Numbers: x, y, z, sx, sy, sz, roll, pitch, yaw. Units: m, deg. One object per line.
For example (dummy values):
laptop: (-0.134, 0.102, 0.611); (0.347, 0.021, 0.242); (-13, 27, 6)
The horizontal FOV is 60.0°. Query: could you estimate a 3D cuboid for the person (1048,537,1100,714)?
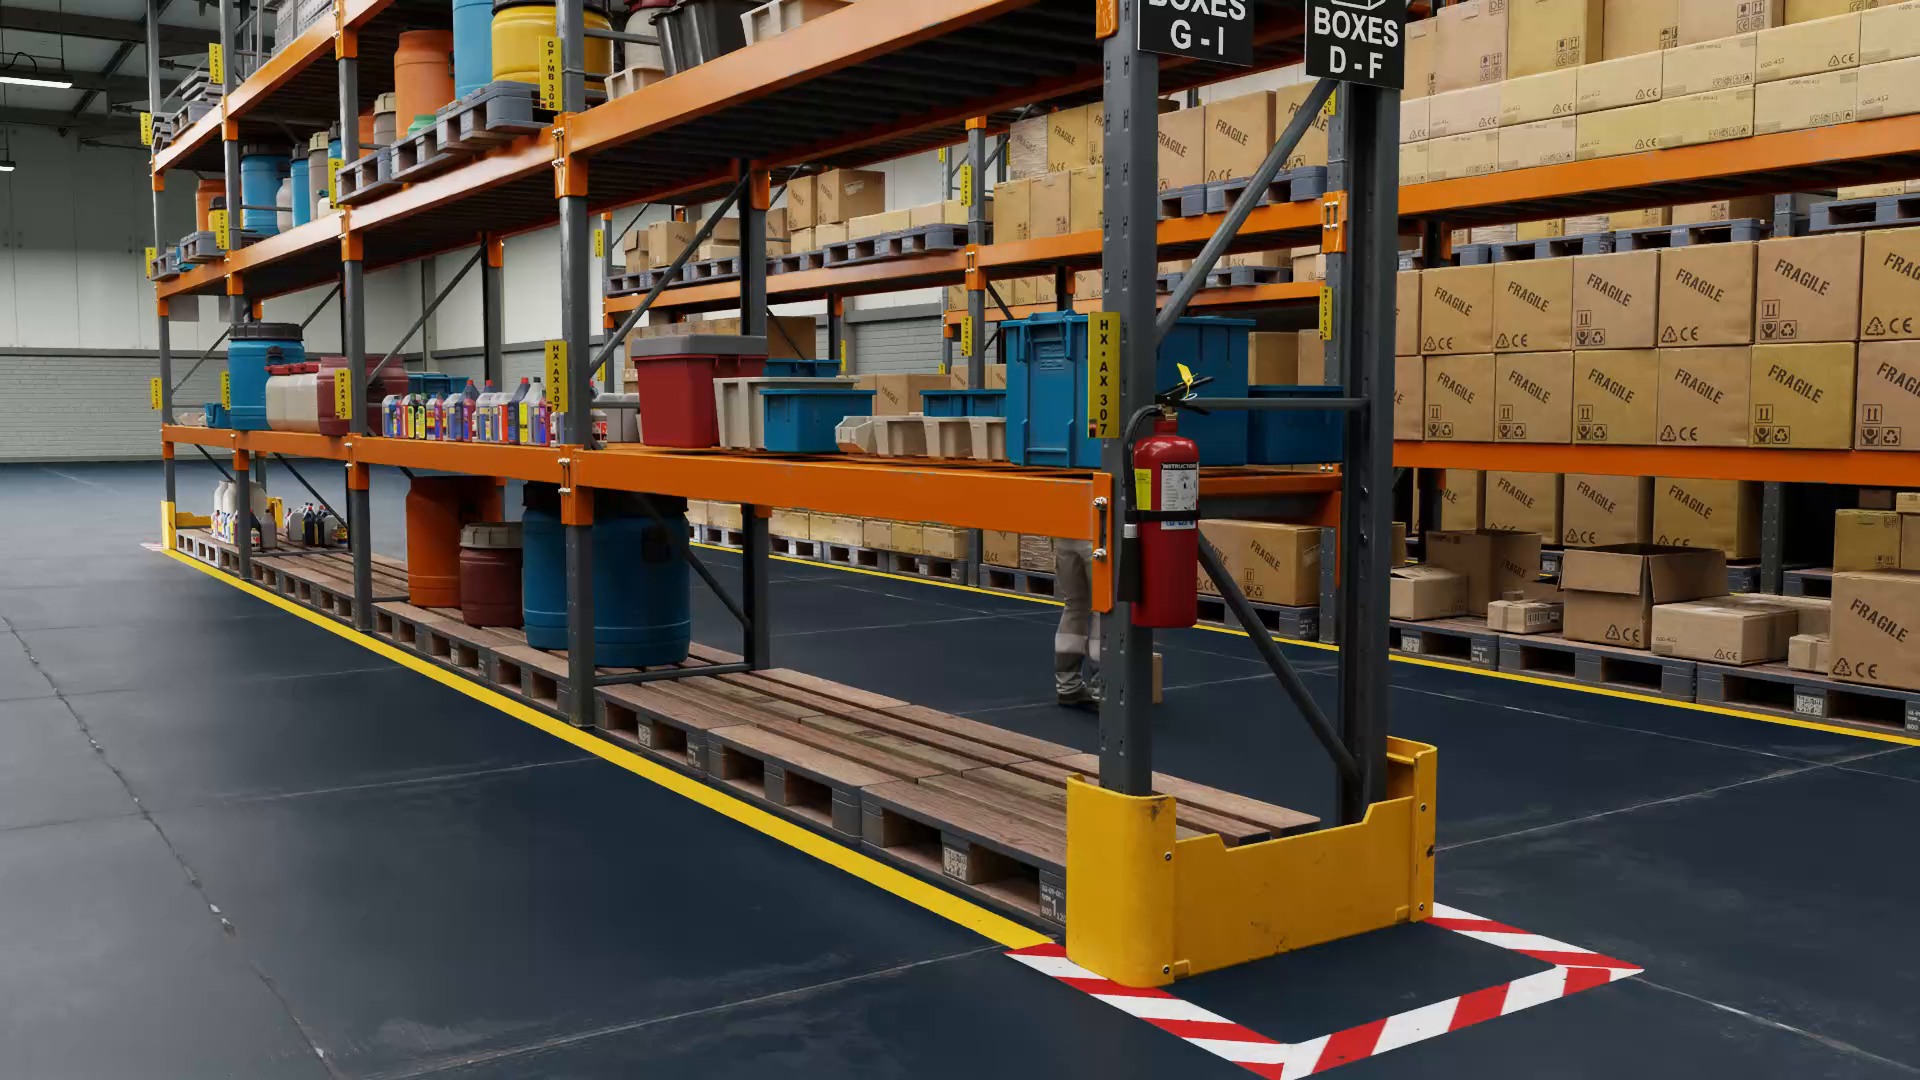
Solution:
person: (0.658, -0.050, 8.289); (0.452, 1.778, 0.607); (-3, 6, -37)
